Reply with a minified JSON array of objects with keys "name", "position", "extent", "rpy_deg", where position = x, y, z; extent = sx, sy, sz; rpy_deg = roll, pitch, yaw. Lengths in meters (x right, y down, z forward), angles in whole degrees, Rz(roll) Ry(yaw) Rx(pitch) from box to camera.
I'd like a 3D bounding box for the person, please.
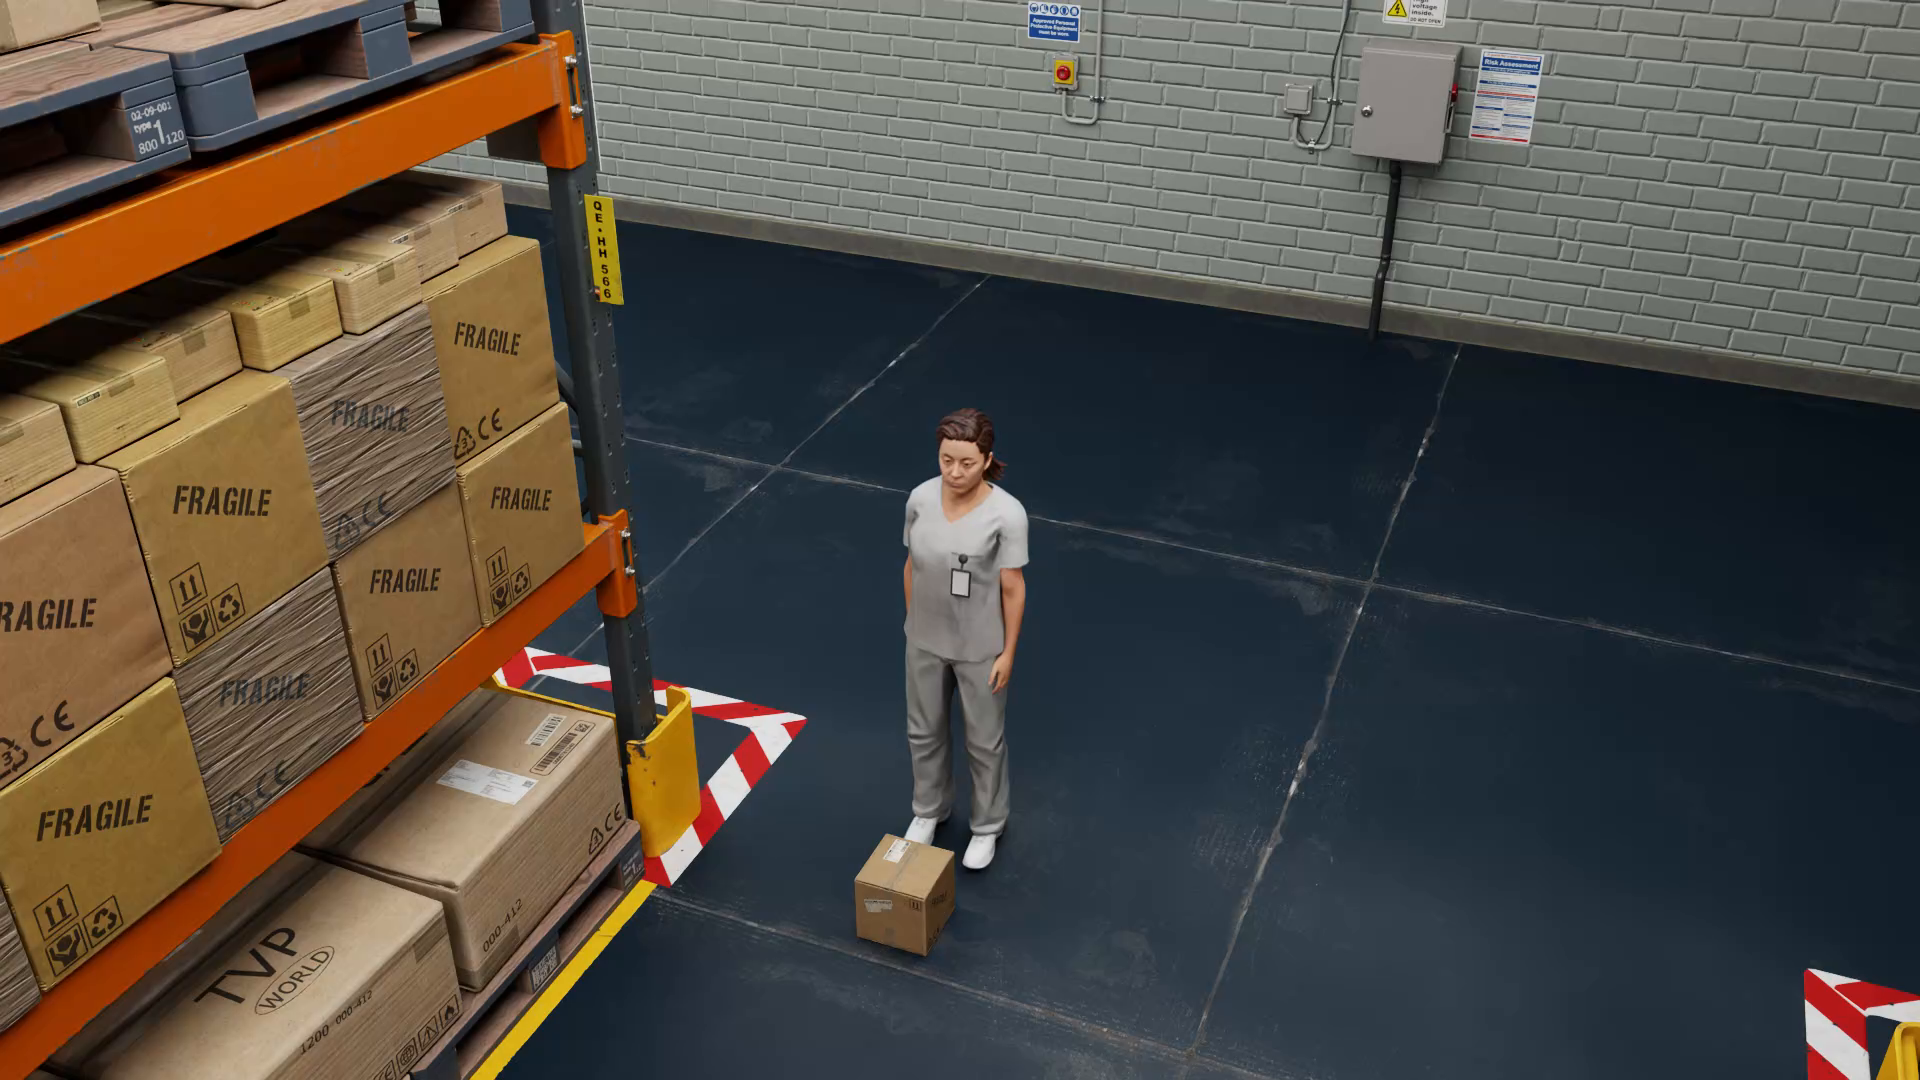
[{"name":"person","position":[0.010,0.336,5.549],"extent":[0.437,1.670,0.362],"rpy_deg":[12,32,20]}]
